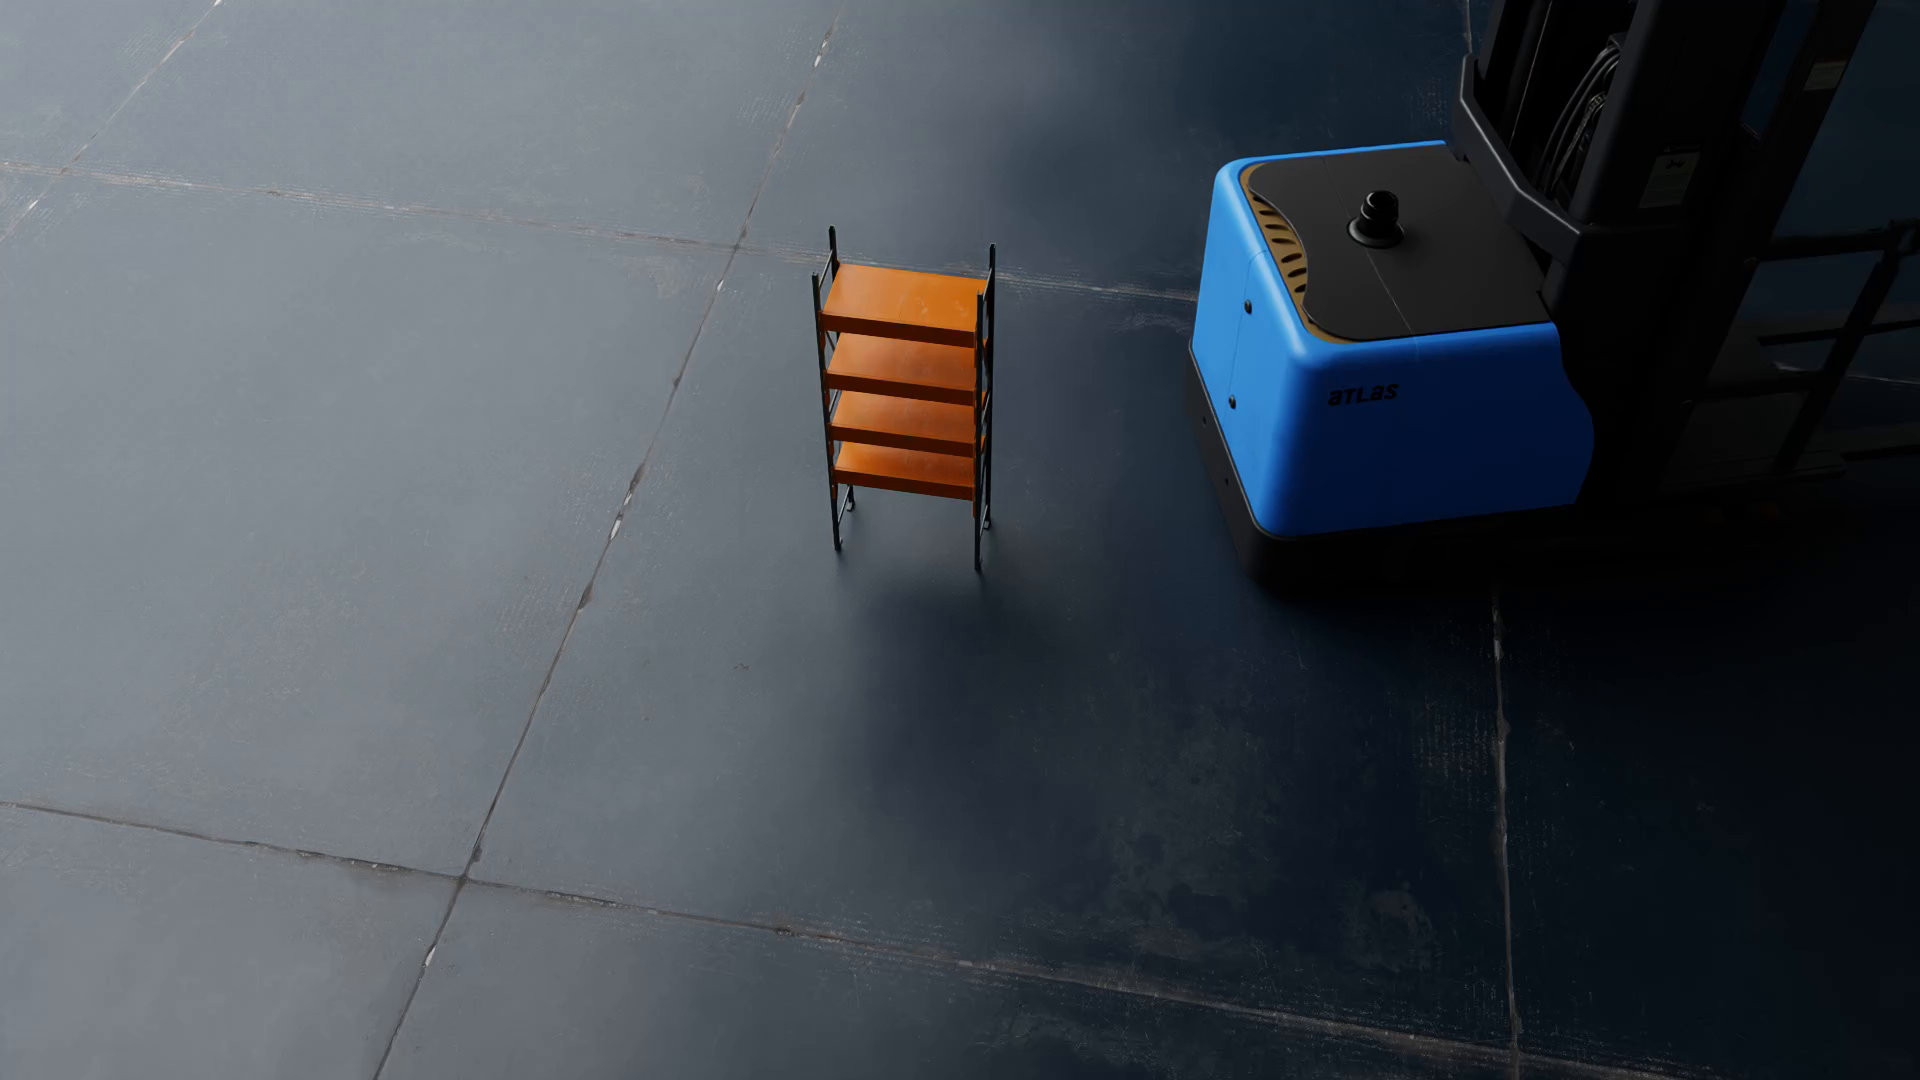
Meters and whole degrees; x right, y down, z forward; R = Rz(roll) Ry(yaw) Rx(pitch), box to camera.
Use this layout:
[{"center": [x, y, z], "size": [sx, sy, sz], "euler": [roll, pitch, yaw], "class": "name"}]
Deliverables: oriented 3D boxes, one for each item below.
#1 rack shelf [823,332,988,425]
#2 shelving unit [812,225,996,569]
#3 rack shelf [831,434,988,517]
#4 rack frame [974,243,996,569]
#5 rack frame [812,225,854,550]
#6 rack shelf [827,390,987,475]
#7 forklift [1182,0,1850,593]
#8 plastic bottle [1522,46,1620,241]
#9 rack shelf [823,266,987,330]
[{"center": [-0.163, -0.527, 5.207], "size": [0.480, 0.148, 0.258], "euler": [8, 49, 7], "class": "rack shelf"}, {"center": [-13.711, -2.623, 6.797], "size": [28.100, 1.949, 0.597], "euler": [8, 49, 7], "class": "shelving unit"}, {"center": [-0.163, -0.245, 5.521], "size": [0.480, 0.148, 0.258], "euler": [8, 49, 7], "class": "rack shelf"}, {"center": [0.077, -0.391, 5.294], "size": [0.015, 1.200, 0.240], "euler": [8, 49, 7], "class": "rack frame"}, {"center": [-0.403, -0.455, 5.352], "size": [0.015, 1.200, 0.240], "euler": [8, 49, 7], "class": "rack frame"}, {"center": [-13.717, -2.777, 6.627], "size": [28.088, 1.490, 0.597], "euler": [8, 49, 7], "class": "rack shelf"}, {"center": [1.840, -1.233, 4.930], "size": [1.939, 2.867, 1.129], "euler": [-7, 48, -6], "class": "forklift"}, {"center": [-17.550, -5.097, 8.873], "size": [40.560, 1.202, 3.984], "euler": [8, 49, 7], "class": "plastic bottle"}, {"center": [-0.163, -0.712, 5.002], "size": [0.457, 0.050, 0.221], "euler": [8, 49, 7], "class": "rack shelf"}]
